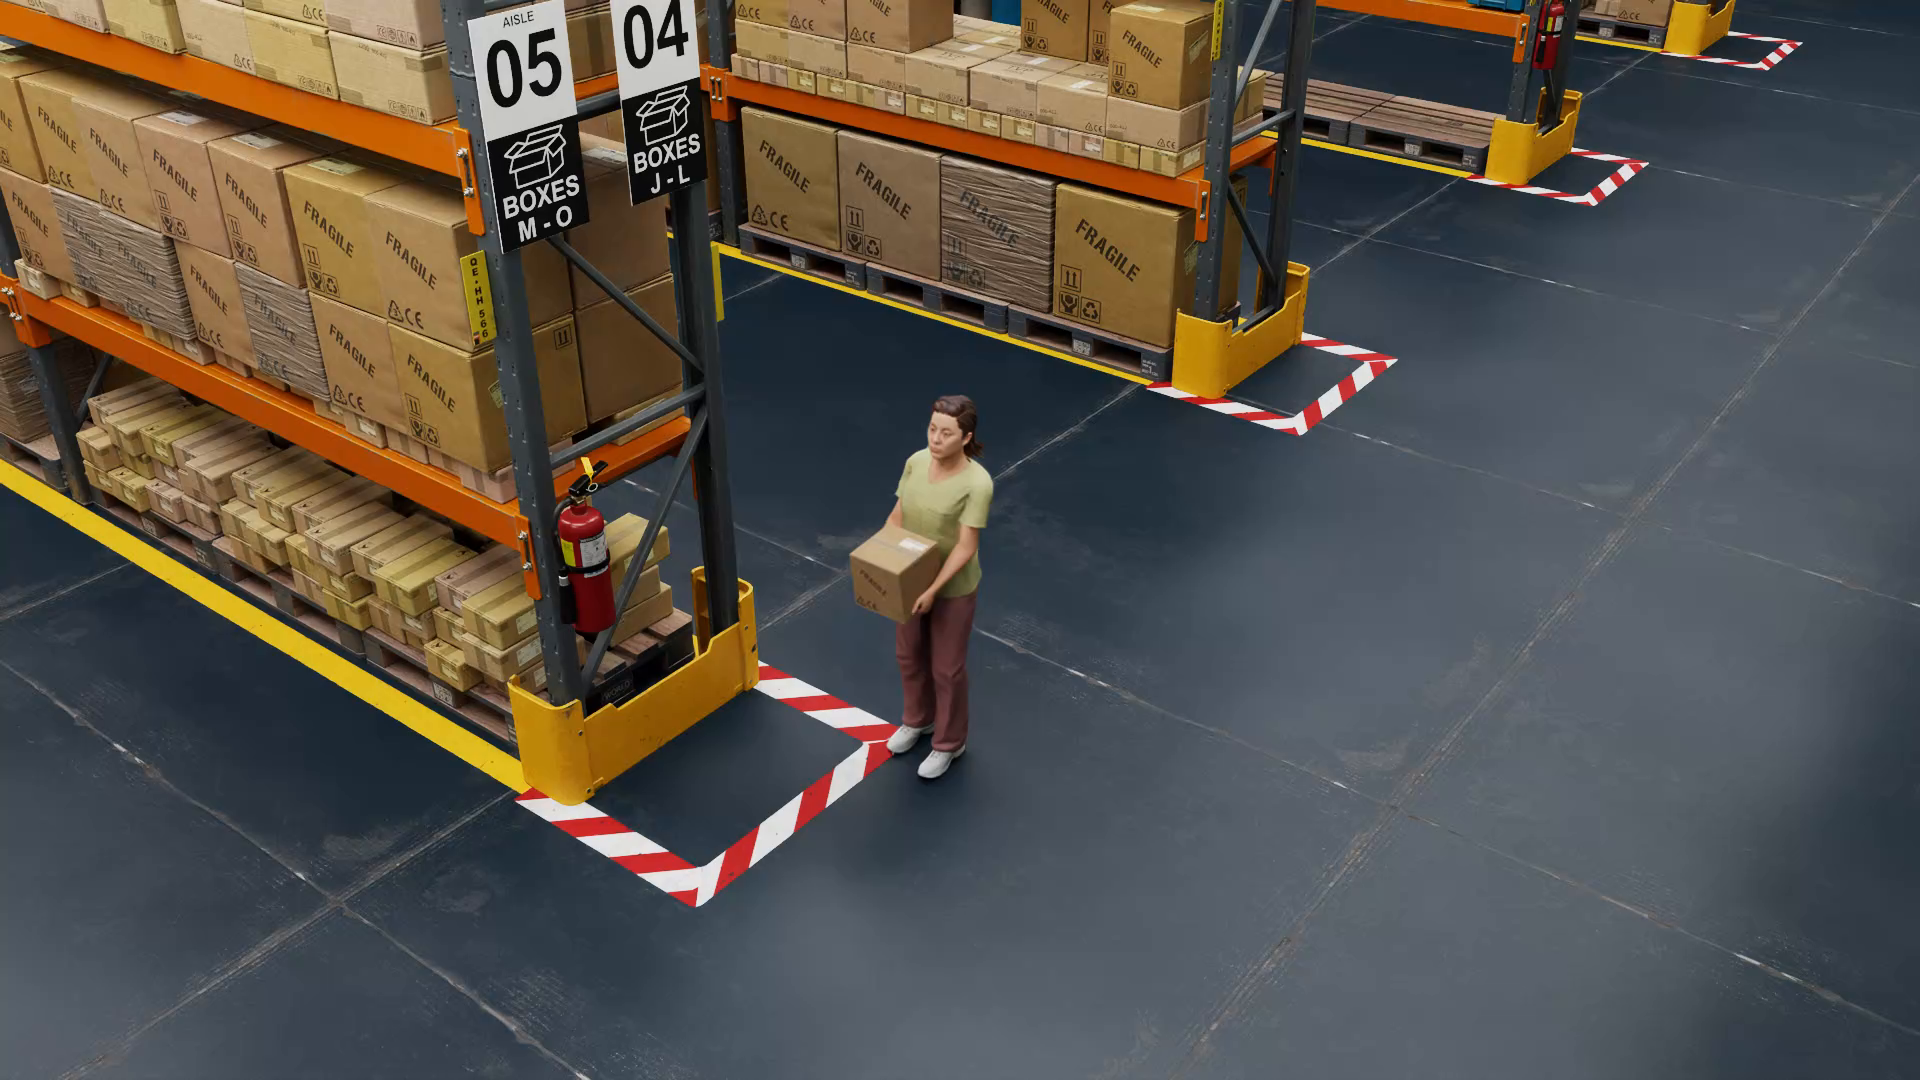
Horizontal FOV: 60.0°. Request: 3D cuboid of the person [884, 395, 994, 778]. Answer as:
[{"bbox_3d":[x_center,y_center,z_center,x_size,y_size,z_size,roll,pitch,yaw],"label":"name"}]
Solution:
[{"bbox_3d":[-0.118,0.208,6.794,0.433,1.666,0.549,22,37,32],"label":"person"}]
